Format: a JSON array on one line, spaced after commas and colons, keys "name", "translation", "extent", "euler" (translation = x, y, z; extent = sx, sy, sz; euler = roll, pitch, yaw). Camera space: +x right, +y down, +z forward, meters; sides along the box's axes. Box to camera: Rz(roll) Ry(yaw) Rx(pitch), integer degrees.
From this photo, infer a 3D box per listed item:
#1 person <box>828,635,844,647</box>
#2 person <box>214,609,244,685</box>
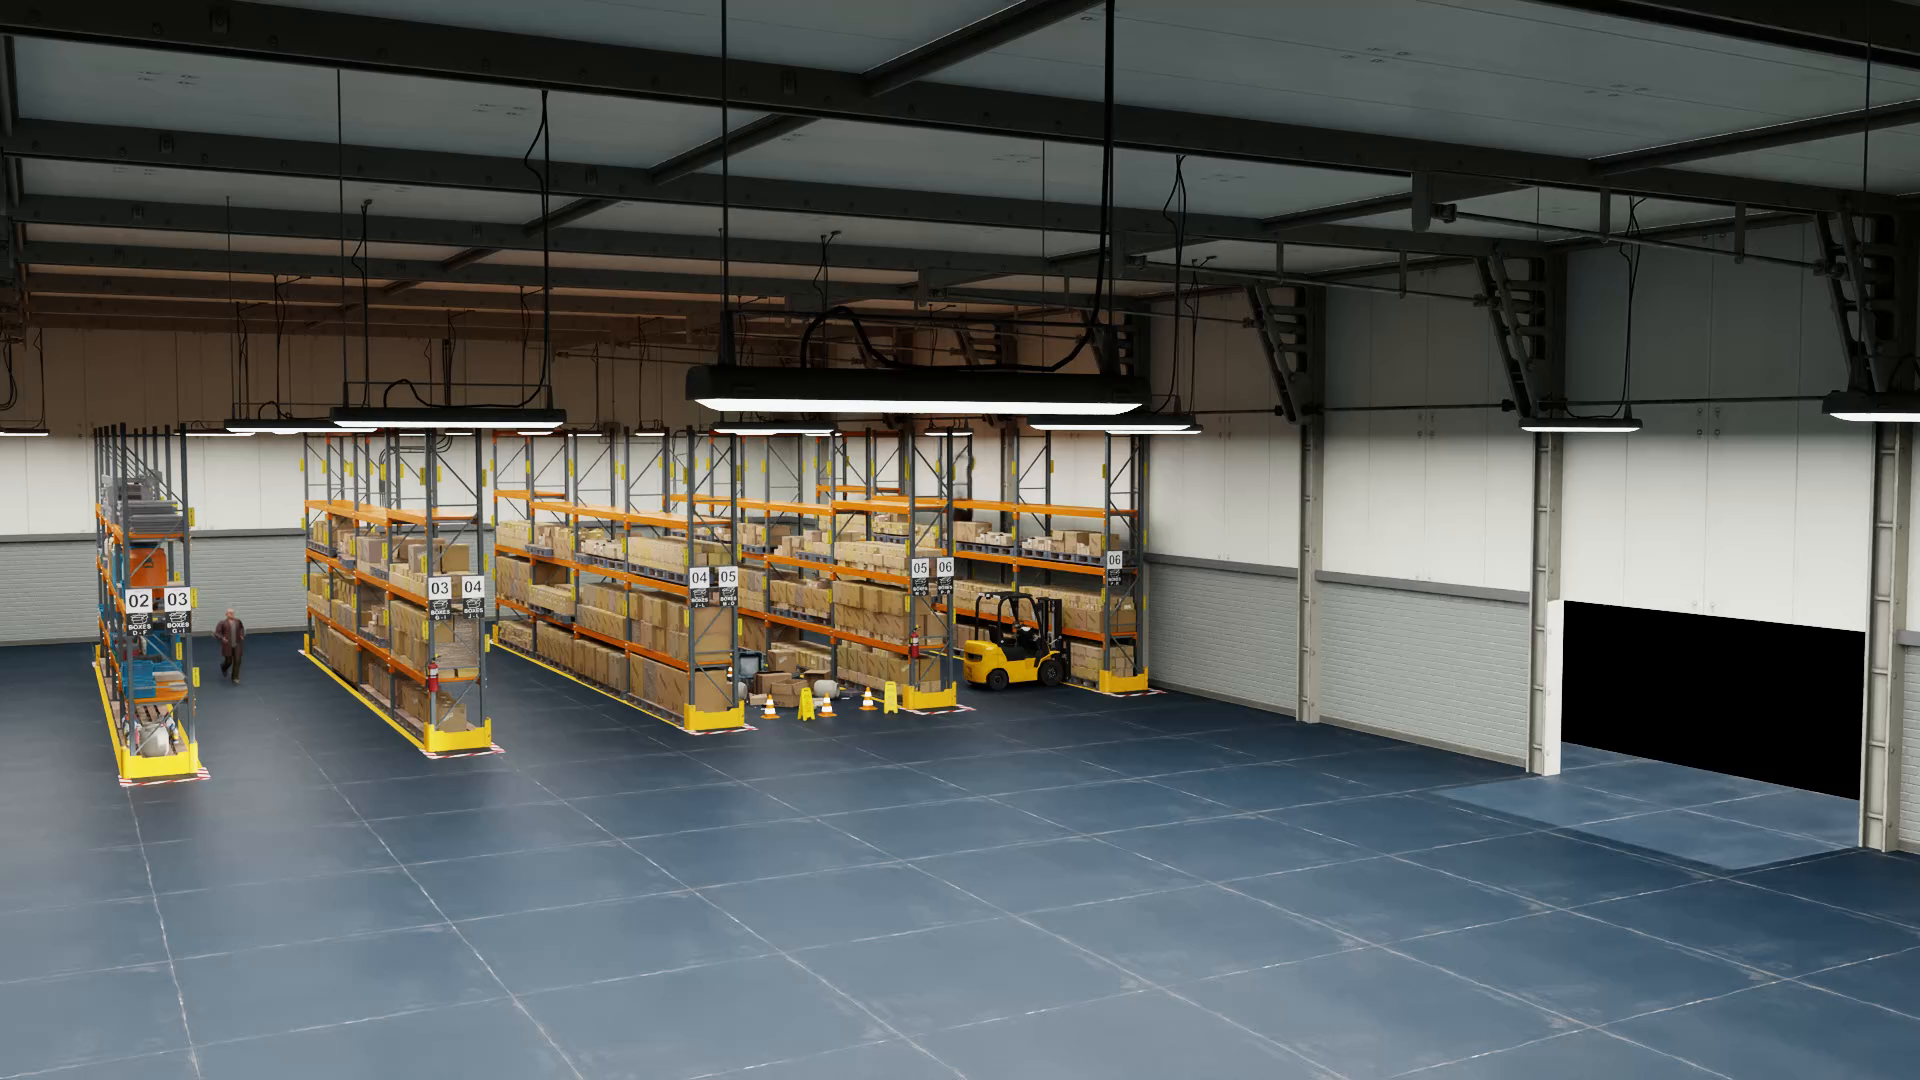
[{"name": "person", "translation": [-3.442, 2.184, 45.499], "extent": [0.619, 1.608, 0.604], "euler": [-2, 4, -27]}, {"name": "person", "translation": [-17.121, 2.486, 39.060], "extent": [0.711, 1.764, 0.918], "euler": [-3, 5, -41]}]
